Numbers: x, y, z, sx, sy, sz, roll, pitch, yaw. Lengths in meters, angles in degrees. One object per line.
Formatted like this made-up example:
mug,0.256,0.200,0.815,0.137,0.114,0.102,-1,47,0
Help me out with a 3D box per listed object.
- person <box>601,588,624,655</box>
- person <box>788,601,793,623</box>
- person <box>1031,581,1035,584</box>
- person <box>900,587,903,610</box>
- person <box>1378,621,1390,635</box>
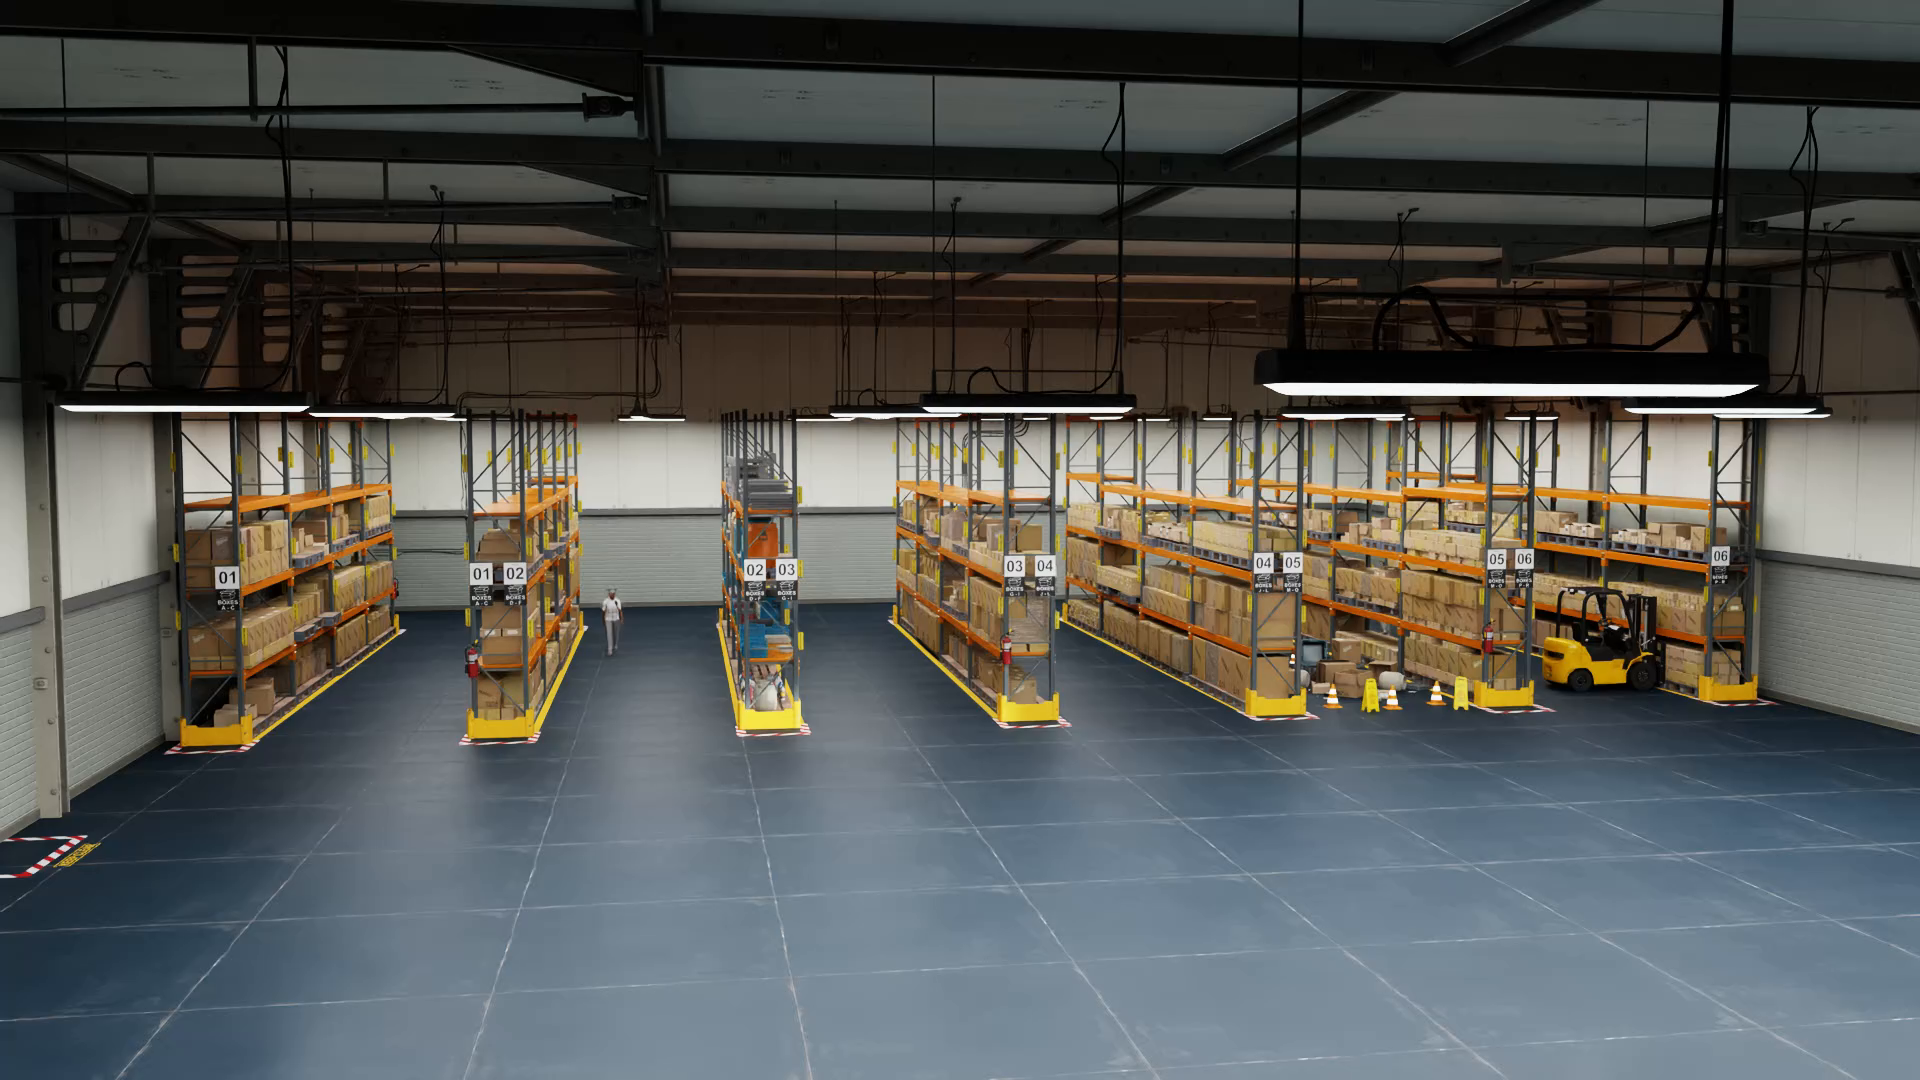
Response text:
person,-8.667,1.999,41.486,0.540,1.623,1.033,-1,4,-12
person,-4.929,1.579,47.863,0.468,1.624,0.620,3,5,41
person,2.365,1.416,49.178,0.560,1.738,0.865,4,5,42
person,-1.518,1.501,48.940,0.947,1.632,0.488,-2,4,-23
person,11.501,1.793,45.015,0.446,1.612,0.372,-3,5,-40
